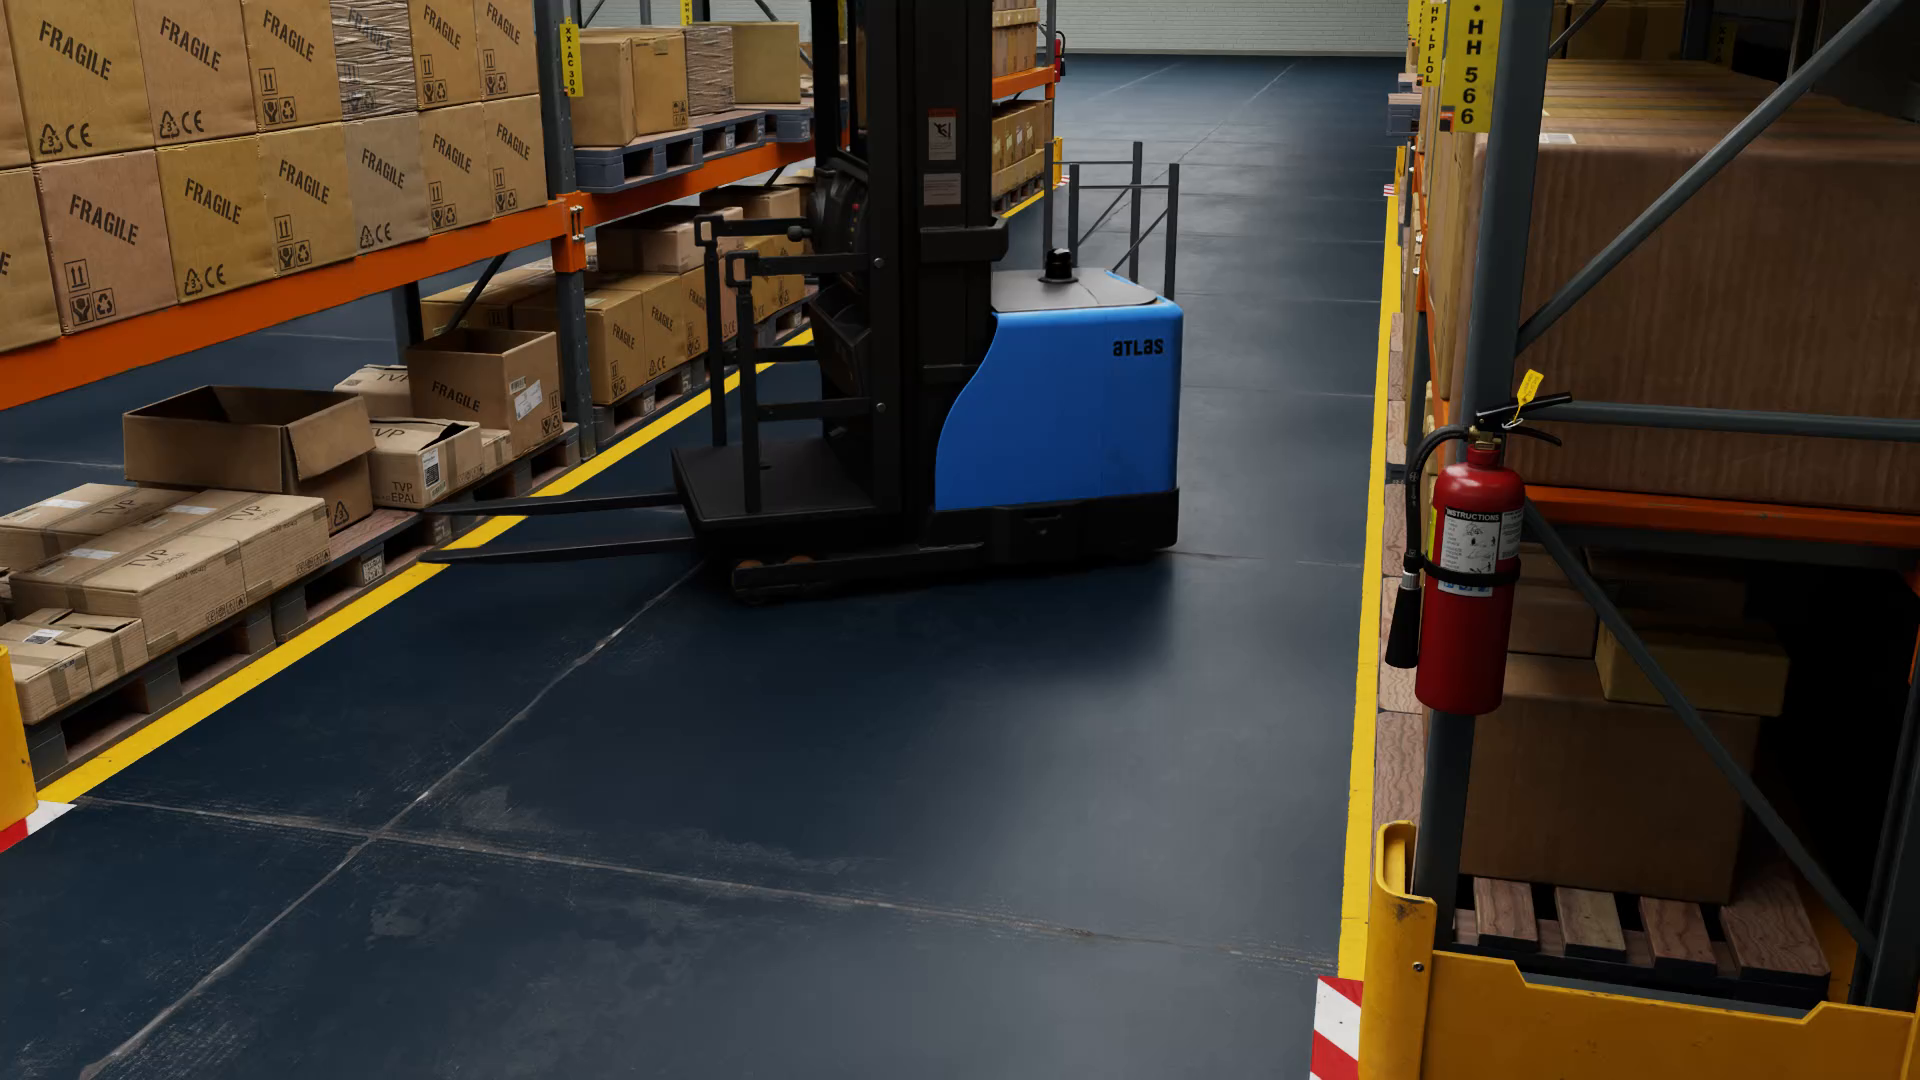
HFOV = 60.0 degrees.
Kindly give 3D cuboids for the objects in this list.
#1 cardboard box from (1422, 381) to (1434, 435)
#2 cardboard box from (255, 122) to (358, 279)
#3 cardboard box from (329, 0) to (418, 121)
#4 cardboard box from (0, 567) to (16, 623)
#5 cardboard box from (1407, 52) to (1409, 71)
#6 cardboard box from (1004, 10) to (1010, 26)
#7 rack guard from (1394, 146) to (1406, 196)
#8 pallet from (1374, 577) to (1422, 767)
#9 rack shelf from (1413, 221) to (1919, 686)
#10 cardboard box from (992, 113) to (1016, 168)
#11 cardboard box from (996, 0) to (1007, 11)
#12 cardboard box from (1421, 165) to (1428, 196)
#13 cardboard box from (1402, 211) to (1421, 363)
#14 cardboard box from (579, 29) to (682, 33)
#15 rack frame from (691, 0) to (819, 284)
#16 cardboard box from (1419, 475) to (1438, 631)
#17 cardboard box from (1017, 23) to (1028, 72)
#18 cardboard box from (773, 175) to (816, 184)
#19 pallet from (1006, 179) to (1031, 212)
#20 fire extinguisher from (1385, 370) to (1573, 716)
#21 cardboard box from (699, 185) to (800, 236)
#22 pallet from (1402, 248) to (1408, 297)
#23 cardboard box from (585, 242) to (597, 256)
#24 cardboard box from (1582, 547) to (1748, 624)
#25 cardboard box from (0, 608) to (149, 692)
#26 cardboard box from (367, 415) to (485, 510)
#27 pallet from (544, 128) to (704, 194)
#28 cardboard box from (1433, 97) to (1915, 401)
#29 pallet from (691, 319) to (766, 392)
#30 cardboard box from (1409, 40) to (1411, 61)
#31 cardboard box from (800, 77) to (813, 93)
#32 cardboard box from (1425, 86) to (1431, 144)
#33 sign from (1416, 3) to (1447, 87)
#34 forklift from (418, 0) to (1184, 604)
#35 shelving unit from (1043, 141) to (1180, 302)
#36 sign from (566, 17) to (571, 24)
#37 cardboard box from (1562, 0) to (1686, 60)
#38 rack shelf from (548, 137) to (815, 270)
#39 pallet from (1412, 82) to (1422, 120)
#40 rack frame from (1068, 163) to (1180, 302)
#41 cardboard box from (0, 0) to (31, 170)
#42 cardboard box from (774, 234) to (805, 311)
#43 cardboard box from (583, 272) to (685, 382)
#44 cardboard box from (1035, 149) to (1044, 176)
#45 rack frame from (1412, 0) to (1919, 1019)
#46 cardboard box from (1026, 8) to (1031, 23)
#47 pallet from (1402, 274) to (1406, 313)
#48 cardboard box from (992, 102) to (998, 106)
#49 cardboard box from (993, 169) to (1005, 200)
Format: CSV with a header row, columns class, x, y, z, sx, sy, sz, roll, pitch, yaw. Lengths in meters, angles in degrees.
class,x,y,z,sx,sy,sz,roll,pitch,yaw
cardboard box,1.919,-0.479,6.163,0.380,0.149,0.250,5,20,15
cardboard box,-2.585,-1.253,6.061,0.500,0.500,0.500,5,19,14
cardboard box,-2.461,-1.888,6.374,0.500,0.500,0.500,5,19,14
cardboard box,-3.239,0.211,5.631,0.380,0.166,0.250,5,19,13
cardboard box,4.724,-4.724,16.579,0.500,0.250,0.500,4,19,13
cardboard box,0.304,-5.360,17.080,0.380,0.149,0.250,4,19,13
rack guard,5.376,-4.030,18.212,1.175,0.500,0.348,5,19,13
pallet,1.904,0.460,5.514,1.003,0.211,1.213,5,19,13
rack shelf,1.973,-0.508,5.147,1.077,0.370,4.000,5,19,13
cardboard box,0.273,-4.059,16.876,0.500,0.500,0.500,5,19,13
cardboard box,0.082,-5.646,16.914,0.700,0.500,0.500,5,19,13
cardboard box,2.424,-1.740,8.000,0.380,0.149,0.250,5,19,13
cardboard box,2.912,-1.416,9.370,0.750,0.750,0.750,5,19,13
cardboard box,-1.970,-2.670,9.560,0.700,0.500,0.500,0,19,-1
rack frame,-1.365,-3.119,11.679,1.000,3.000,0.127,5,19,13
cardboard box,1.927,0.053,5.609,0.700,0.500,0.500,5,20,15
cardboard box,0.339,-5.364,18.095,0.700,0.500,0.500,5,20,15
cardboard box,-1.229,-2.787,13.443,0.500,0.311,0.500,5,19,13
pallet,0.143,-3.683,17.643,1.003,0.211,1.213,5,19,13
fire extinguisher,1.001,0.002,3.237,0.296,0.674,0.183,5,19,13
cardboard box,-1.376,-2.170,10.925,0.500,0.250,0.500,5,20,15
pallet,3.932,-2.036,12.820,1.003,0.211,1.213,5,19,13
cardboard box,-2.126,-1.539,10.239,0.500,0.500,0.500,4,19,12
cardboard box,1.845,0.124,4.397,0.380,0.149,0.250,5,19,14
cardboard box,-2.823,0.338,5.259,0.380,0.166,0.250,5,19,13
cardboard box,-2.390,-0.365,7.095,0.500,0.311,0.500,5,19,13
pallet,-2.041,-2.016,8.747,1.003,0.211,1.213,5,19,13
cardboard box,1.767,-0.753,4.288,0.980,0.700,0.700,5,19,13
pallet,-1.884,-1.187,10.337,1.003,0.211,1.213,5,19,13
cardboard box,4.349,-4.606,15.072,0.500,0.500,0.500,5,19,13
cardboard box,-1.234,-3.188,12.017,0.500,0.311,0.500,6,20,17
cardboard box,2.577,-2.155,8.210,0.500,0.500,0.500,5,19,13
sign,1.934,-2.026,6.809,0.100,0.325,0.005,5,19,13
forklift,-0.667,-1.329,6.544,3.031,2.935,1.130,-5,19,-14
shelving unit,0.716,-1.161,8.267,0.587,1.500,1.083,-1,19,-3
sign,-4.745,-6.195,20.255,0.100,0.325,0.005,5,19,13
cardboard box,2.827,-2.151,7.040,0.500,0.250,0.500,5,20,15
rack shelf,-1.854,-2.152,9.960,1.077,0.370,4.000,5,19,13
pallet,3.883,-3.262,12.394,1.003,0.211,1.213,5,19,13
rack frame,0.747,-1.000,7.795,0.500,1.500,0.032,-1,19,-3
cardboard box,-2.956,-1.250,4.506,0.500,0.500,0.500,5,20,15
cardboard box,-1.366,-1.833,11.099,0.500,0.500,0.500,5,20,16
cardboard box,-1.868,-1.191,9.221,0.500,0.500,0.500,5,19,14
cardboard box,0.635,-4.175,18.375,0.500,0.250,0.500,5,19,13
rack frame,1.485,-0.222,3.196,1.000,3.000,0.127,5,19,13
cardboard box,0.556,-5.684,18.029,0.380,0.149,0.250,4,19,13
pallet,3.632,-1.654,11.704,1.003,0.211,1.213,5,19,13
cardboard box,0.123,-4.572,18.375,0.500,0.500,0.500,5,19,13
cardboard box,0.147,-3.548,16.539,0.500,0.250,0.500,5,19,13
